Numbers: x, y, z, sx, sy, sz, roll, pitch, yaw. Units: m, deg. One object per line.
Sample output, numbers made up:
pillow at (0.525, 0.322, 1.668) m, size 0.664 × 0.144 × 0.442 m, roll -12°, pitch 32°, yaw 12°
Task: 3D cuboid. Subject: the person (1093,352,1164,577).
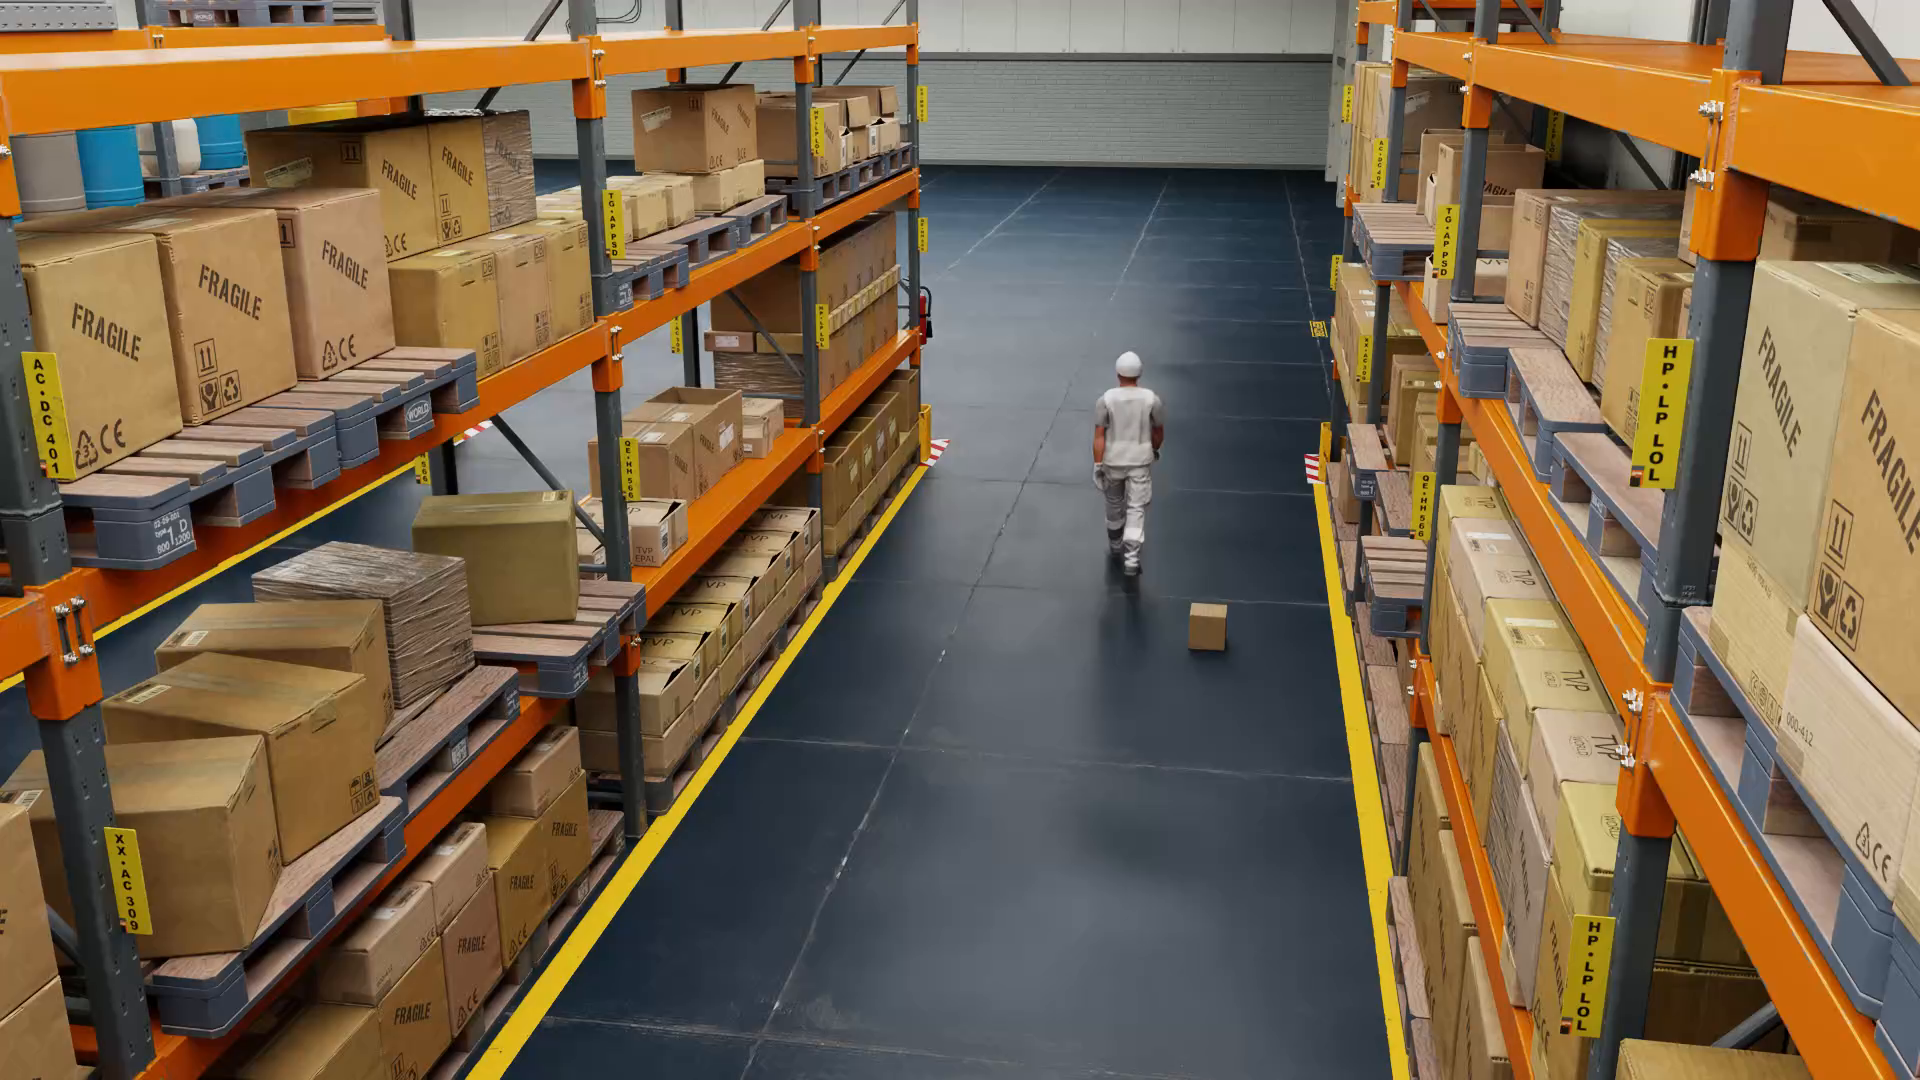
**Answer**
person at (1.316, -0.631, 13.008) m, size 0.538 × 1.735 × 1.089 m, roll 3°, pitch 18°, yaw 8°
